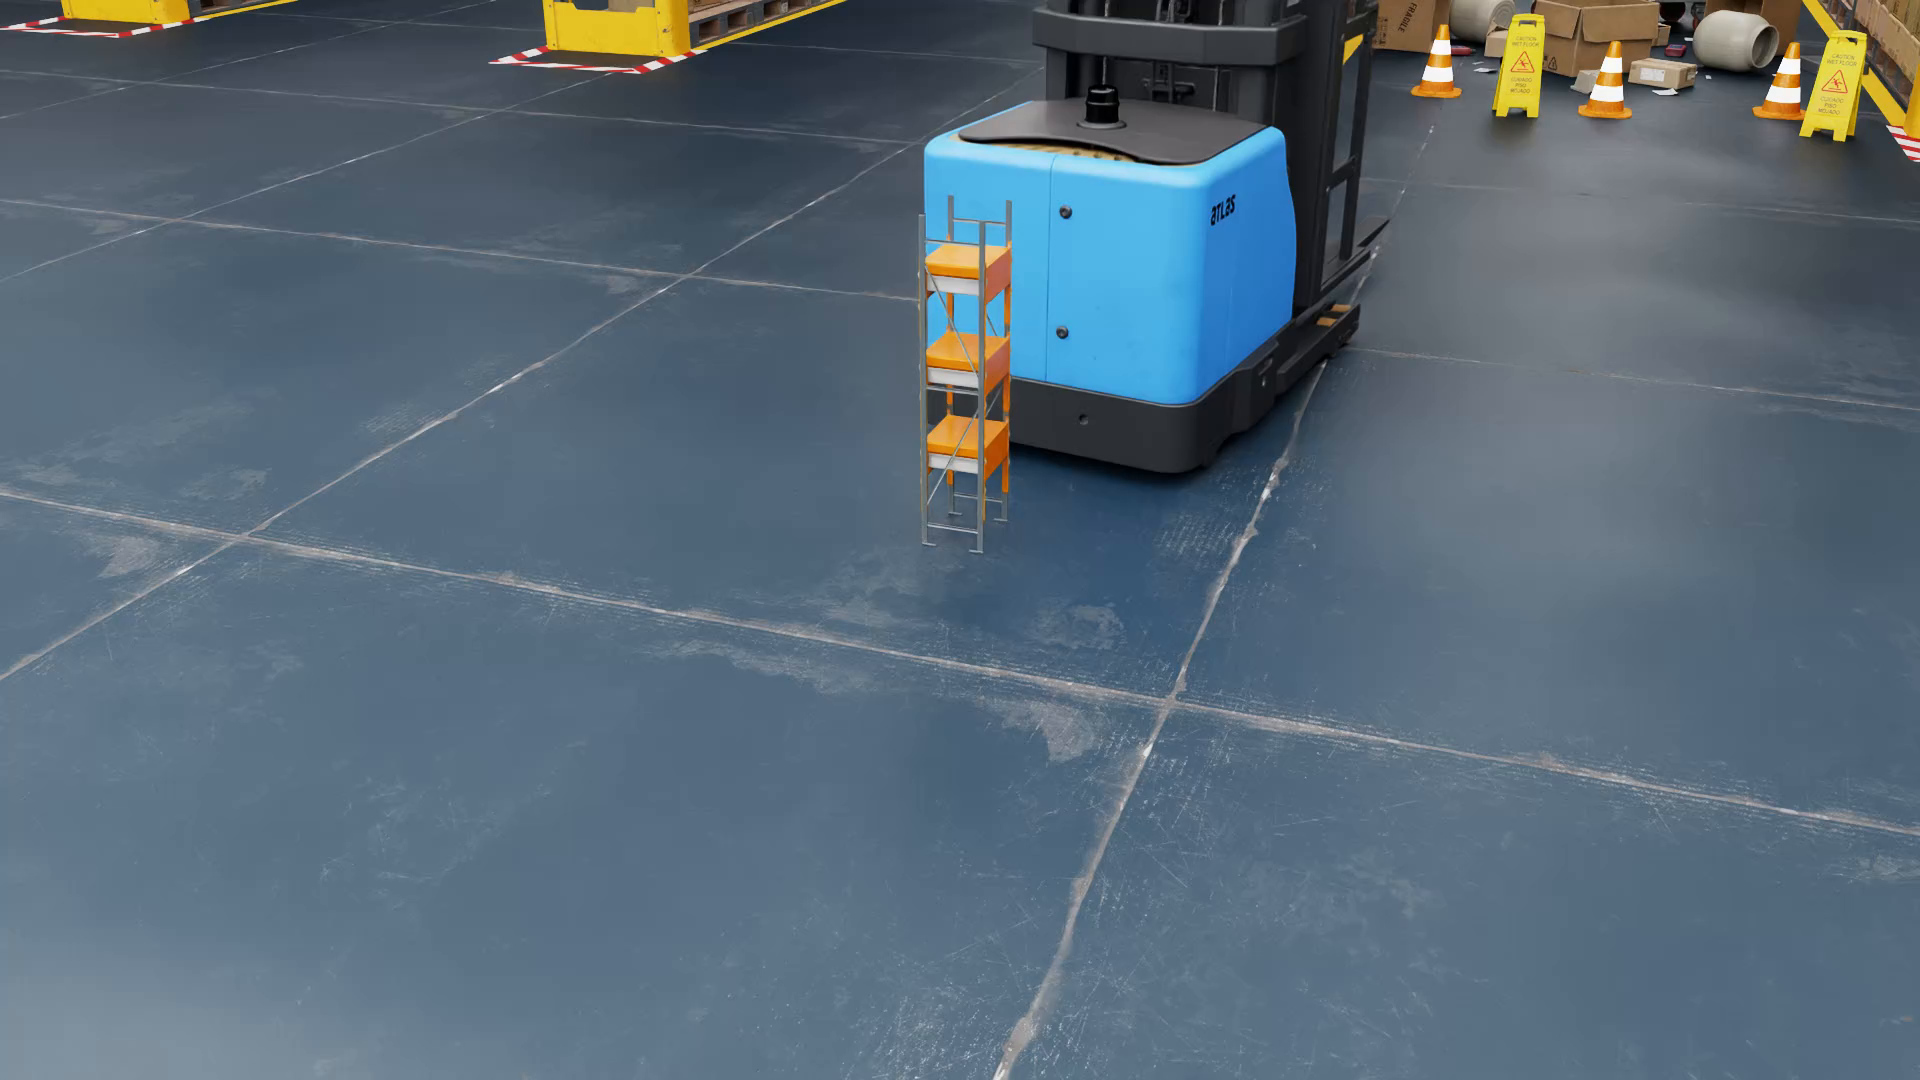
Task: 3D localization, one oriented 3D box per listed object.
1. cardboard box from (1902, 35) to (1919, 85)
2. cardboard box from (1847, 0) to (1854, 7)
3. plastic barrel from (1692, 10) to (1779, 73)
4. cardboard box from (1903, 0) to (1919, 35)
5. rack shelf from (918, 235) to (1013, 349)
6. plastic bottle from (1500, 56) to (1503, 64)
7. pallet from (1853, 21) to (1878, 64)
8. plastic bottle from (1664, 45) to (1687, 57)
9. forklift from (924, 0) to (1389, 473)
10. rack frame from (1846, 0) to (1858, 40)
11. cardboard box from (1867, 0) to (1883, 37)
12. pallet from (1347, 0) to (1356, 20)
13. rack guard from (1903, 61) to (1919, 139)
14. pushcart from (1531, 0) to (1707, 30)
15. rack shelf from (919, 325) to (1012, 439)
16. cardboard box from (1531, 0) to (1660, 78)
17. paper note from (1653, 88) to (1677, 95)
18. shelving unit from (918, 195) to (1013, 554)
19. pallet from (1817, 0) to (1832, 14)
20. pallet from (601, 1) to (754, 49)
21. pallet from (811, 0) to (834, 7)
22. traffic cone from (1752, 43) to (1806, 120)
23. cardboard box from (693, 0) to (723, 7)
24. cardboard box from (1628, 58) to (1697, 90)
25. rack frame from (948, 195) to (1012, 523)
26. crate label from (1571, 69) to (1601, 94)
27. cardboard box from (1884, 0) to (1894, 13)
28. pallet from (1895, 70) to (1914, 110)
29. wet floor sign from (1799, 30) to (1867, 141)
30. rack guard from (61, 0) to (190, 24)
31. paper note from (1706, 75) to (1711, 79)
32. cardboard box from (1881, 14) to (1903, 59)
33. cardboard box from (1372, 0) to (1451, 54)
[{"bbox_3d":[6.591,-3.169,11.026,0.500,0.250,0.500,9,27,17],"label":"cardboard box"},{"bbox_3d":[8.071,-4.702,14.053,0.950,0.372,0.625,9,27,18],"label":"cardboard box"},{"bbox_3d":[5.827,-3.745,12.499,0.421,0.421,0.512,-14,29,-27],"label":"plastic barrel"},{"bbox_3d":[6.759,-3.707,11.277,0.500,0.500,0.500,10,28,19],"label":"cardboard box"},{"bbox_3d":[0.018,-0.740,4.948,0.215,0.259,0.240,9,27,17],"label":"rack shelf"},{"bbox_3d":[4.232,-3.674,12.767,0.133,0.061,0.283,0,26,-1],"label":"plastic bottle"},{"bbox_3d":[7.709,-3.944,13.153,1.003,0.211,1.213,9,27,17],"label":"pallet"},{"bbox_3d":[5.701,-3.899,13.233,0.133,0.061,0.283,14,29,26],"label":"plastic bottle"},{"bbox_3d":[1.015,-2.148,6.323,1.130,2.935,3.031,13,29,26],"label":"forklift"},{"bbox_3d":[7.899,-5.480,13.126,1.000,3.000,0.127,9,27,17],"label":"rack frame"},{"bbox_3d":[7.281,-4.007,12.757,0.500,0.250,0.500,10,28,20],"label":"cardboard box"},{"bbox_3d":[2.870,-4.600,14.509,1.003,0.211,1.213,9,27,17],"label":"pallet"},{"bbox_3d":[6.593,-2.742,10.340,1.175,0.500,0.348,9,27,17],"label":"rack guard"},{"bbox_3d":[5.732,-4.610,14.338,1.648,0.377,0.936,0,26,-1],"label":"pushcart"},{"bbox_3d":[0.018,-0.485,5.071,0.215,0.259,0.240,9,27,17],"label":"rack shelf"},{"bbox_3d":[4.765,-3.802,12.524,0.797,0.503,0.637,-9,27,-18],"label":"cardboard box"},{"bbox_3d":[5.005,-3.177,11.777,0.148,0.019,0.142,0,26,-1],"label":"paper note"},{"bbox_3d":[0.018,-0.495,5.067,0.215,1.050,0.252,9,27,17],"label":"shelving unit"},{"bbox_3d":[8.561,-5.048,15.434,1.003,0.211,1.213,9,27,17],"label":"pallet"},{"bbox_3d":[-2.449,-4.378,14.050,1.003,0.211,1.213,9,27,17],"label":"pallet"},{"bbox_3d":[-1.637,-5.381,16.121,1.003,0.211,1.213,9,27,17],"label":"pallet"},{"bbox_3d":[5.494,-3.058,11.035,0.336,0.463,0.334,9,27,17],"label":"traffic cone"},{"bbox_3d":[-2.387,-4.842,14.195,0.500,0.500,0.500,17,30,31],"label":"cardboard box"},{"bbox_3d":[5.099,-3.384,12.069,0.250,0.149,0.380,-20,33,-36],"label":"cardboard box"},{"bbox_3d":[0.058,-0.545,5.170,0.200,1.050,0.008,9,27,17],"label":"rack frame"},{"bbox_3d":[4.538,-3.265,11.836,0.250,0.136,0.298,-5,26,-9],"label":"crate label"},{"bbox_3d":[7.107,-4.131,12.153,0.500,0.500,0.500,10,28,20],"label":"cardboard box"},{"bbox_3d":[6.897,-2.941,11.082,1.003,0.211,1.213,9,27,17],"label":"pallet"},{"bbox_3d":[5.495,-2.854,10.403,0.267,0.644,0.232,20,32,35],"label":"wet floor sign"},{"bbox_3d":[-7.467,-4.905,14.806,1.175,0.500,0.348,9,27,17],"label":"rack guard"},{"bbox_3d":[5.549,-3.433,12.329,0.032,0.001,0.123,9,27,17],"label":"paper note"},{"bbox_3d":[6.932,-3.586,11.889,0.500,0.250,0.500,8,27,16],"label":"cardboard box"},{"bbox_3d":[3.648,-4.246,13.442,0.500,0.500,0.500,14,29,26],"label":"cardboard box"}]
